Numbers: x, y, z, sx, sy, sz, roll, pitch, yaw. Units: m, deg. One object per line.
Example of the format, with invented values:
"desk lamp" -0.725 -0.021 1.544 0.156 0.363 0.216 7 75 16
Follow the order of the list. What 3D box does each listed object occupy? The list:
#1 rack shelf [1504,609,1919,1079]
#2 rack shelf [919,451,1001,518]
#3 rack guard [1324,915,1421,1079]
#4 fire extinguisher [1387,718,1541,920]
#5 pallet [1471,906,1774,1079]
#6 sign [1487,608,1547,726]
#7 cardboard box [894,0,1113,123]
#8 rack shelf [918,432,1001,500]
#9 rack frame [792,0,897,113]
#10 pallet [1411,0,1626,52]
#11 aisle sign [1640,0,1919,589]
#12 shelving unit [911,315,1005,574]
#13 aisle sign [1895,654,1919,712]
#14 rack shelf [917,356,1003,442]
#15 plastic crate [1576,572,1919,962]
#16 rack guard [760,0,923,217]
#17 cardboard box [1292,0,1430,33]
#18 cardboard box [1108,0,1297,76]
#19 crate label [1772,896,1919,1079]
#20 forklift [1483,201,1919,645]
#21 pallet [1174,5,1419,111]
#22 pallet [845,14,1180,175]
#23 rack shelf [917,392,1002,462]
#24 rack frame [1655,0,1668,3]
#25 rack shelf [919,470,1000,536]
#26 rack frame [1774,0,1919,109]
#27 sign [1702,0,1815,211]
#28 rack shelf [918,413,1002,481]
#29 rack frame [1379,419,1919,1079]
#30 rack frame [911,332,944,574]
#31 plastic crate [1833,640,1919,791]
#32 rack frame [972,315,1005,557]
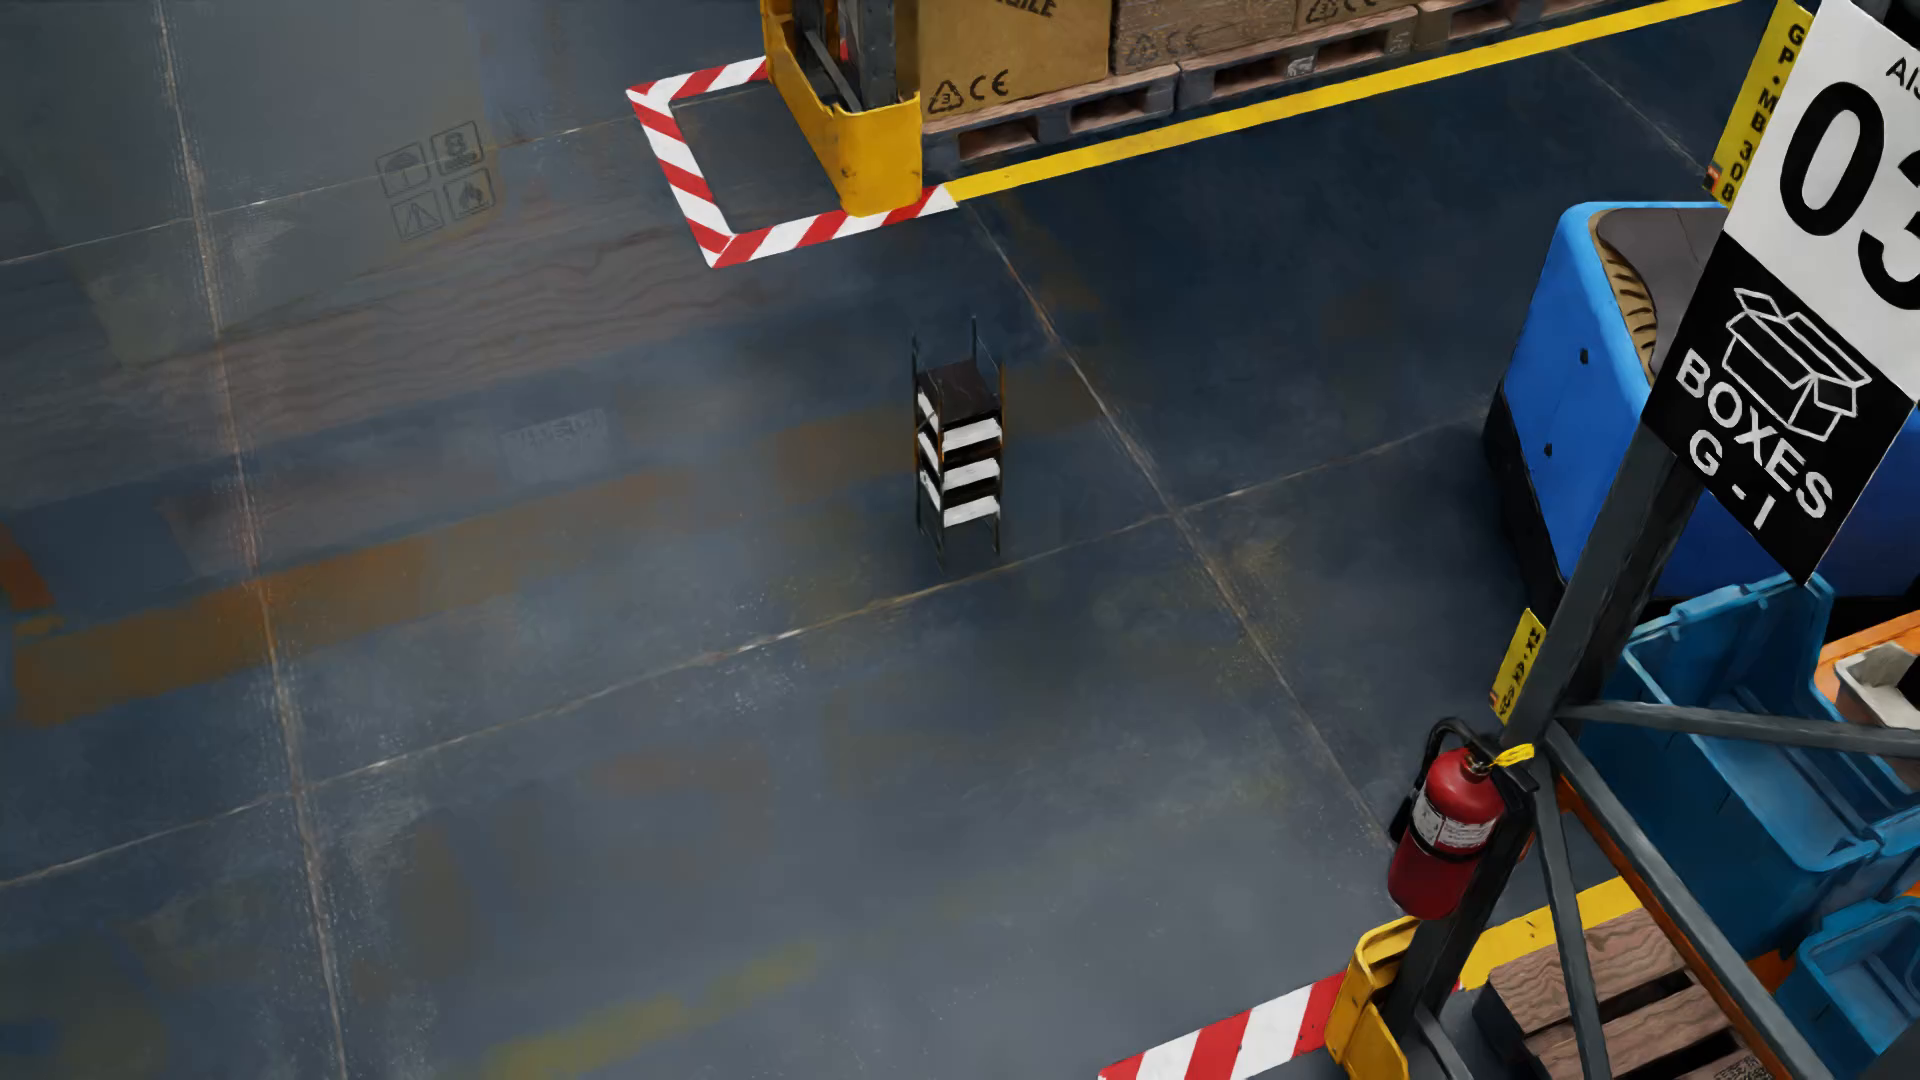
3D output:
"rack shelf" 3.230 0.371 3.928 4.000 0.370 1.077 -17 52 -14
"rack shelf" -0.008 -0.211 5.500 0.200 0.077 0.258 -17 52 -14
"rack guard" 1.361 1.541 4.097 0.348 0.500 1.175 -17 52 -14
"fire extinguisher" 1.067 0.581 3.570 0.183 0.674 0.296 -17 52 -14
"pallet" 2.157 1.410 4.400 1.213 0.211 1.003 -17 52 -14
"sign" 1.156 0.276 3.429 0.005 0.325 0.100 -17 52 -14
"cardboard box" 0.068 -2.453 7.003 0.875 0.875 0.875 -17 52 -14
"rack shelf" -0.008 -0.269 5.432 0.200 0.077 0.258 -17 52 -14
"rack frame" -0.494 -2.768 6.150 0.127 3.000 1.000 -17 52 -14
"pallet" 2.475 -2.844 8.053 1.213 0.211 1.003 -17 52 -14
"aisle sign" 1.201 -0.322 2.335 0.004 0.787 0.394 -17 52 -14
"shelving unit" -0.008 -0.291 5.407 0.210 0.900 0.258 -17 52 -14
"aisle sign" 1.424 0.093 1.980 0.004 0.787 0.394 -17 52 -14
"rack shelf" -0.008 -0.445 5.227 0.200 0.077 0.258 -17 52 -14
"plastic crate" 1.618 0.452 3.322 0.499 0.435 0.616 -17 52 -14
"rack guard" -0.516 -1.947 7.092 0.348 0.500 1.175 -17 52 -14
"cardboard box" 1.734 -2.969 7.446 0.875 0.875 0.875 -17 52 -14
"cardboard box" 0.910 -2.714 7.227 0.875 0.875 0.875 -17 52 -14
"crate label" 1.732 0.906 3.066 0.303 0.233 0.416 -17 52 -14
"forklift" 3.397 -0.967 4.649 3.031 2.935 1.130 0 49 0
"pallet" 1.344 -2.491 7.750 1.213 0.211 1.003 -17 52 -14
"pallet" 0.216 -2.144 7.452 1.213 0.211 1.003 -17 52 -14
"rack shelf" -0.008 -0.386 5.295 0.200 0.077 0.258 -17 52 -14
"rack frame" 3.209 -3.916 7.135 0.127 3.000 1.000 -17 52 -14
"rack shelf" -0.008 -0.152 5.568 0.200 0.077 0.258 -17 52 -14
"rack frame" 1.379 -1.244 0.887 0.127 3.000 1.000 -17 52 -14
"sign" 1.156 -0.614 2.392 0.005 0.325 0.100 -17 52 -14
"rack shelf" -0.008 -0.328 5.364 0.200 0.077 0.258 -17 52 -14
"rack frame" 1.379 0.710 3.163 0.127 3.000 1.000 -17 52 -14
"rack frame" -0.102 -0.262 5.382 0.006 0.900 0.240 -17 52 -14
"plastic crate" 2.065 0.416 3.550 0.243 0.136 0.396 -17 52 -14
"rack frame" 0.087 -0.320 5.432 0.006 0.900 0.240 -17 52 -14
